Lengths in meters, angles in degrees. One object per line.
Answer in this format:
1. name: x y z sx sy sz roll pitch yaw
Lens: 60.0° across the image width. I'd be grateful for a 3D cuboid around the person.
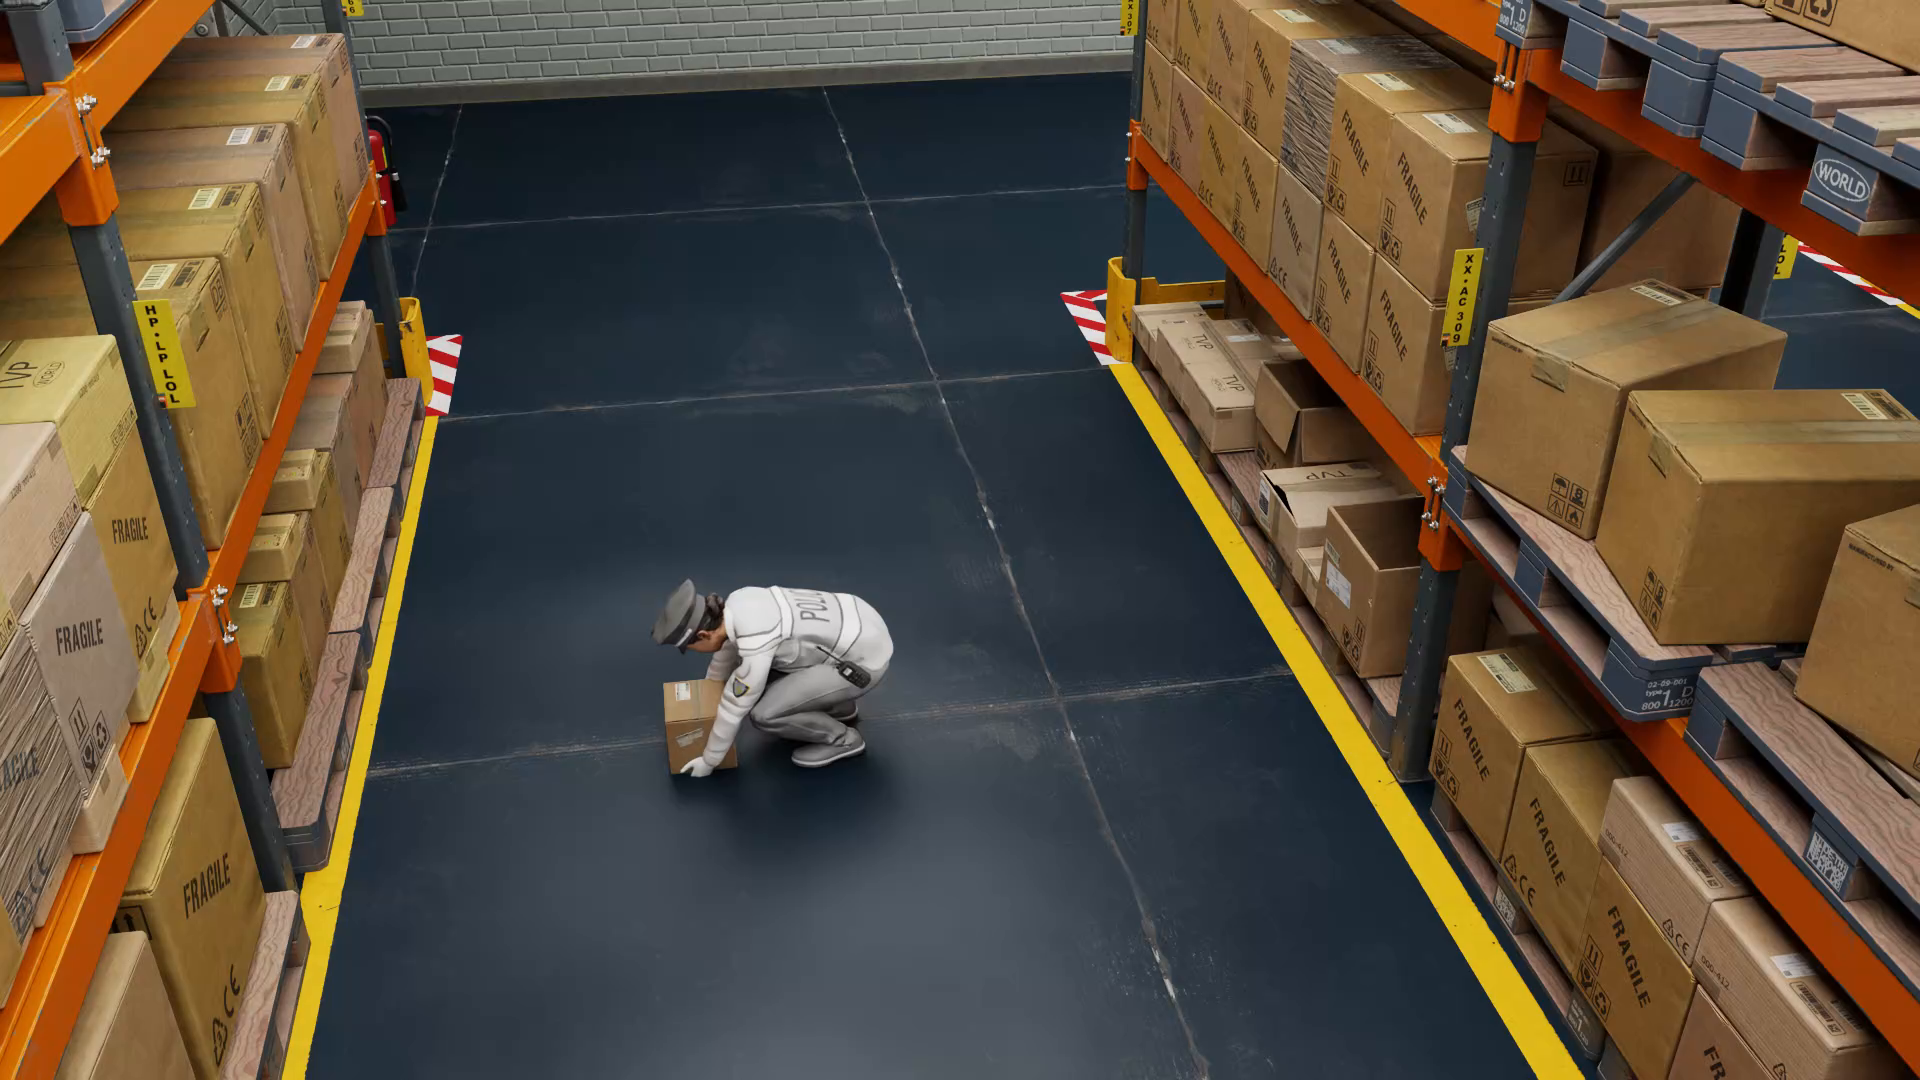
1. person: -0.693 0.487 6.254 0.886 0.853 0.473 -6 31 -9
